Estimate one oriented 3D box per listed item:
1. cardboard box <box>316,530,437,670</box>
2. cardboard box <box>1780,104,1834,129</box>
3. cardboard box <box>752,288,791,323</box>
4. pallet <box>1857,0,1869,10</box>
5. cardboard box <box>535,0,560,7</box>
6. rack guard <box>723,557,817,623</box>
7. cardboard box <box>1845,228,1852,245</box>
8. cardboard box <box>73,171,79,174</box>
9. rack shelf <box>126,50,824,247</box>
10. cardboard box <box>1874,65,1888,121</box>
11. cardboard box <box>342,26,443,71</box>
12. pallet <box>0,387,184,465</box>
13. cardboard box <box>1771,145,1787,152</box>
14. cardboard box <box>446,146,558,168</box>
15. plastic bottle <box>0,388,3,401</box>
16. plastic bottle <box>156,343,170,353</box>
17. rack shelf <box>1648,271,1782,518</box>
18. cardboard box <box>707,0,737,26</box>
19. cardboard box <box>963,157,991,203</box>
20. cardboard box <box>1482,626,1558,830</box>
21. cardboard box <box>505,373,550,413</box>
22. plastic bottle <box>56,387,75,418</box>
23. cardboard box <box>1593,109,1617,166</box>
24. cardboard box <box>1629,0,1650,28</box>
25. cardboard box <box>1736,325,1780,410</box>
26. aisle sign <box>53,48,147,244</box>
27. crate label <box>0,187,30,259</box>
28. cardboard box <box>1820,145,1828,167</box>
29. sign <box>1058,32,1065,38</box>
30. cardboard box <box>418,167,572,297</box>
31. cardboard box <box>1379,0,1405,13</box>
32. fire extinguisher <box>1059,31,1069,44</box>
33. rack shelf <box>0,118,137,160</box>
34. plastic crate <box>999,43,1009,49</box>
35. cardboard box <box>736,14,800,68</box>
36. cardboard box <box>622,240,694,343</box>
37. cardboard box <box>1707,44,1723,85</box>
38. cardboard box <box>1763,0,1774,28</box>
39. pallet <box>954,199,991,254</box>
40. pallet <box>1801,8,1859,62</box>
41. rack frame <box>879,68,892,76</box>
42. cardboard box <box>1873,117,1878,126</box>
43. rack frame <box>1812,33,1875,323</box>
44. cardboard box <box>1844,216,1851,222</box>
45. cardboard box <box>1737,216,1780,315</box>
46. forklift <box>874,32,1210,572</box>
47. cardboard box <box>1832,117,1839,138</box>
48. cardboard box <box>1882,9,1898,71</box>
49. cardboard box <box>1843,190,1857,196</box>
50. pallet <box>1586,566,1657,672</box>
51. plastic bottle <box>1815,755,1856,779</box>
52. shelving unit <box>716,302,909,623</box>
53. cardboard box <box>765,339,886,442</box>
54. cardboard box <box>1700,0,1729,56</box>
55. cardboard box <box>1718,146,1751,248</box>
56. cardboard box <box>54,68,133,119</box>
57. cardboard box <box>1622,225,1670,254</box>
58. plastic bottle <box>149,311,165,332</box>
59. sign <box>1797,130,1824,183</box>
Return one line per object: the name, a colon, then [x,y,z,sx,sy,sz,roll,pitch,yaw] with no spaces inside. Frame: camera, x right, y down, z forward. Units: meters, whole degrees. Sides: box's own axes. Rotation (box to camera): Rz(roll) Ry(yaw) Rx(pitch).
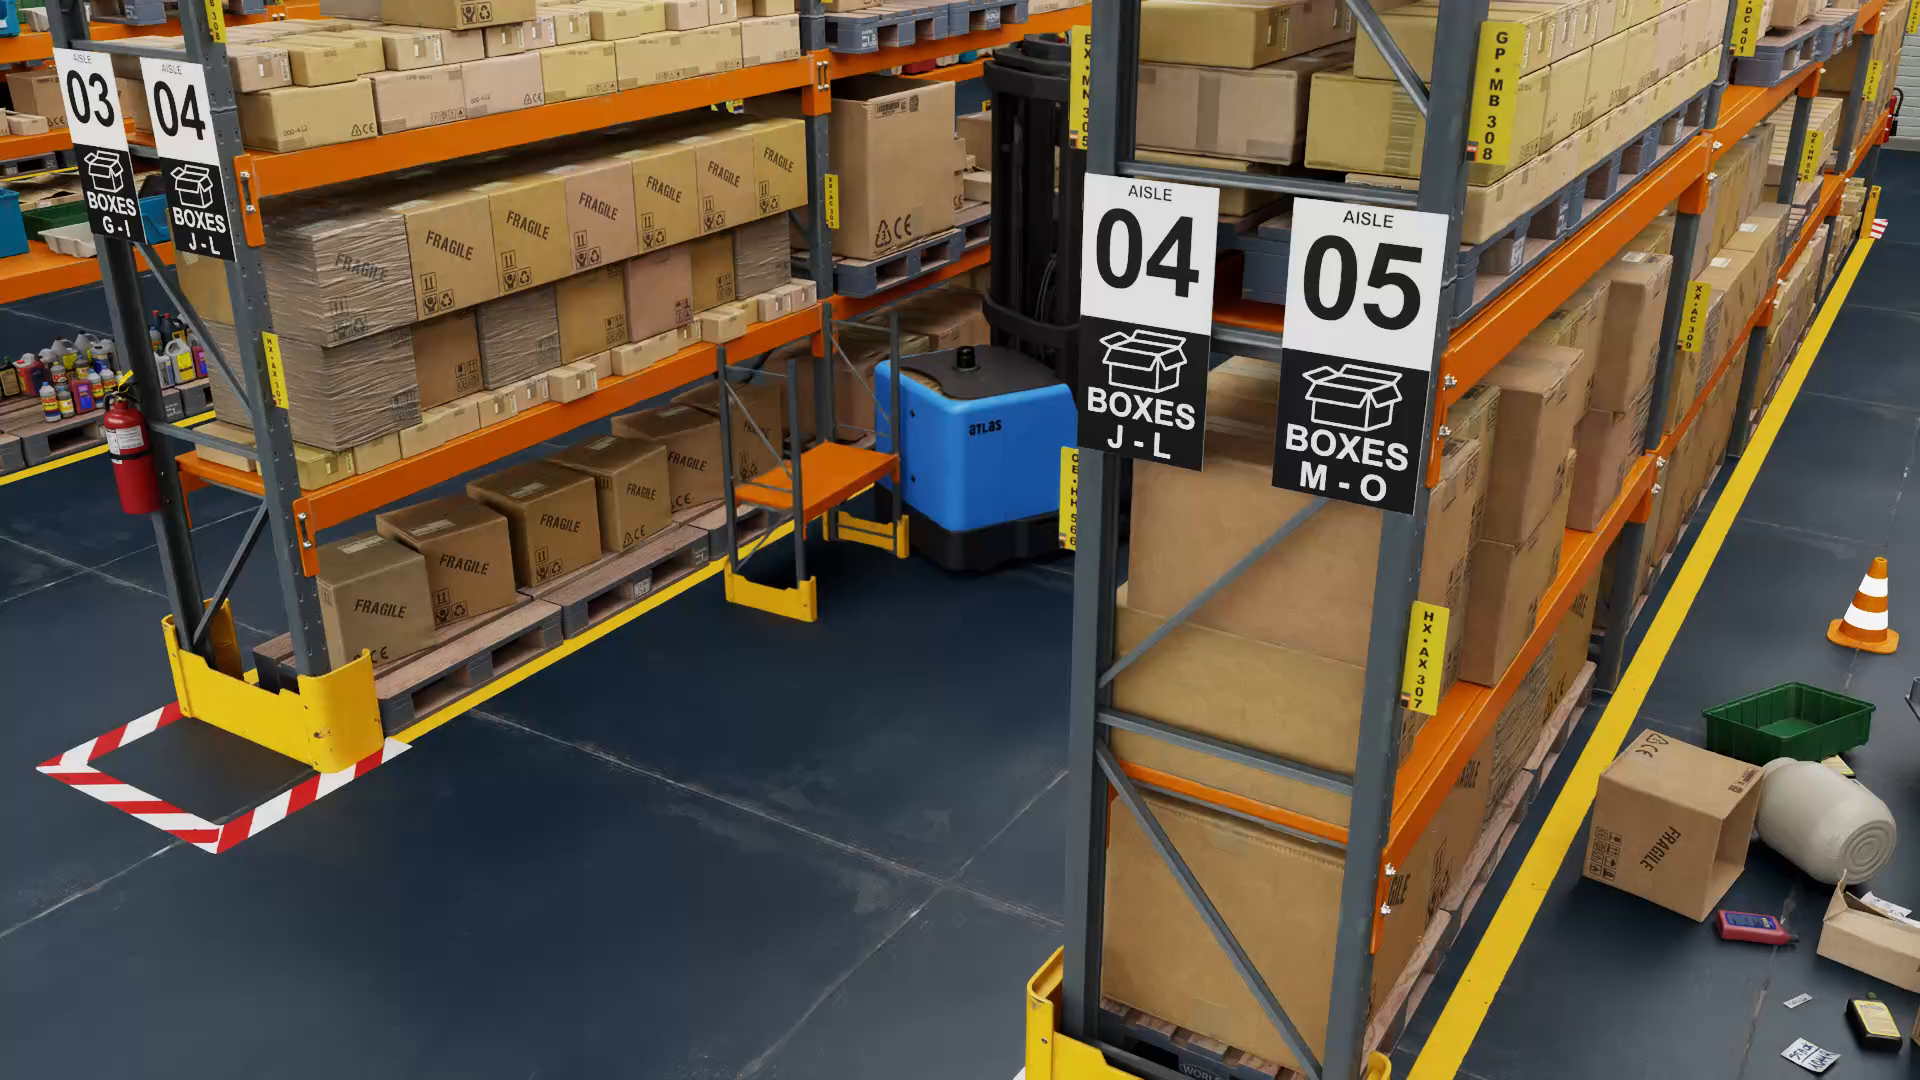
cardboard box: [-3.018,0.313,8.369,0.500,0.500,0.500,20,30,38]
cardboard box: [6.804,-3.407,13.384,0.380,0.149,0.250,13,27,27]
cardboard box: [-1.255,-1.452,10.146,0.380,0.149,0.250,14,27,29]
pallet: [6.168,-4.164,12.555,1.213,0.211,1.003,14,27,29]
cardboard box: [-2.341,-2.782,8.811,0.380,0.149,0.250,13,27,28]
rack guard: [-1.062,0.274,9.302,0.587,0.250,0.087,13,26,27]
cardboard box: [8.676,-3.059,16.602,0.380,0.149,0.250,13,26,27]
cardboard box: [-8.893,-3.760,17.387,0.500,0.311,0.500,13,27,28]
rack shelf: [-2.307,-2.156,8.584,1.077,0.370,4.000,14,27,29]
cardboard box: [8.413,-4.226,15.735,0.500,0.500,0.500,15,28,32]
cardboard box: [-2.568,-2.225,7.524,0.380,0.149,0.250,15,28,31]
pallet: [-6.492,-0.911,12.089,1.003,0.211,1.213,14,27,29]
cardboard box: [5.700,-2.700,11.749,0.380,0.149,0.250,14,27,29]
cardboard box: [-2.486,-1.818,8.915,0.500,0.500,0.500,14,27,29]
plastic bottle: [-6.973,-1.102,11.988,0.097,0.201,0.097,0,23,0]
plastic bottle: [-5.926,-1.339,12.432,0.061,0.283,0.133,14,27,29]
rack shelf: [3.964,-1.056,9.818,1.077,0.370,4.000,14,27,29]
cardboard box: [-1.455,-2.931,9.156,0.380,0.149,0.250,12,26,26]
cardboard box: [0.208,-2.646,12.227,0.396,0.266,0.258,13,27,27]
cardboard box: [2.045,0.574,7.294,0.875,0.875,0.875,14,27,29]
cardboard box: [-2.355,-0.788,8.612,0.380,0.149,0.250,14,27,29]
plastic bottle: [-6.294,-0.971,11.687,0.097,0.201,0.097,0,23,0]
cardboard box: [1.918,-1.335,5.444,0.380,0.149,0.250,14,27,29]
cardboard box: [2.052,-1.788,5.486,0.380,0.149,0.250,14,27,30]
cardboard box: [5.609,-1.292,12.076,0.500,0.500,0.500,13,26,27]
aisle sign: [-3.649,-1.669,7.058,0.394,0.787,0.004,14,27,29]
crate label: [-6.828,-2.166,11.434,0.502,0.435,0.616,14,27,29]
cardboard box: [6.818,-3.141,13.518,0.380,0.149,0.250,14,27,29]
sign: [1.346,-6.837,22.063,0.100,0.325,0.005,14,27,29]
cardboard box: [-2.308,-1.540,8.274,0.500,0.500,0.500,14,27,29]
cardboard box: [1.225,-1.753,5.407,0.380,0.149,0.250,14,27,29]
fire extinguisher: [1.336,-6.621,22.336,0.296,0.674,0.183,14,27,29]
rack shelf: [-8.611,-4.206,17.096,1.077,0.370,4.000,14,27,29]
plastic crate: [0.429,-6.371,21.447,0.396,0.136,0.243,14,27,29]
cardboard box: [-1.270,-2.883,9.548,0.500,0.250,0.500,15,28,31]
cardboard box: [-2.013,-1.476,9.385,0.875,0.500,0.500,14,27,29]
cardboard box: [2.988,-2.021,7.028,0.380,0.149,0.250,14,27,29]
cardboard box: [4.076,-2.851,8.800,0.396,0.266,0.258,14,27,29]
pallet: [-0.151,-2.370,12.189,1.003,0.211,1.213,14,27,29]
pallet: [4.724,-3.122,10.149,1.213,0.211,1.003,15,28,31]
rack frame: [-1.239,-5.522,19.231,1.000,3.000,0.127,14,27,29]
cardboard box: [8.910,-4.221,16.542,0.380,0.149,0.250,15,27,30]
rack frame: [7.129,-3.411,14.353,1.000,3.000,0.127,14,27,29]
cardboard box: [8.517,-3.108,16.339,0.380,0.149,0.250,15,28,32]
cardboard box: [4.745,-1.730,10.345,0.500,0.500,0.500,14,27,29]
forklift: [1.000,-1.568,10.183,3.031,2.935,1.130,-13,27,-27]
cardboard box: [7.087,-3.449,13.855,0.380,0.149,0.250,15,27,31]
cardboard box: [8.398,-4.668,15.498,0.500,0.500,0.500,13,27,27]
cardboard box: [8.774,-3.426,16.698,0.380,0.149,0.250,13,26,27]
pallet: [3.252,0.293,9.308,1.003,0.211,1.213,14,27,29]
plastic bottle: [4.045,1.047,7.754,0.133,0.061,0.283,1,23,2]
shelving unit: [-0.818,-0.472,9.452,0.587,1.500,1.083,13,26,27]
cardboard box: [-0.909,-1.042,11.473,0.700,0.500,0.500,12,26,25]
cardboard box: [2.867,-2.174,6.880,0.500,0.250,0.500,14,27,28]
cardboard box: [4.239,-2.071,9.875,0.700,0.500,0.500,13,27,28]
cardboard box: [-8.705,-4.510,16.766,0.500,0.500,0.500,14,27,29]
cardboard box: [2.685,-1.158,7.601,0.875,0.550,0.550,14,27,29]
plastic bottle: [-6.238,-1.623,13.004,0.144,0.351,0.185,15,27,30]
sign: [5.492,-2.477,10.738,0.100,0.325,0.005,14,27,29]
